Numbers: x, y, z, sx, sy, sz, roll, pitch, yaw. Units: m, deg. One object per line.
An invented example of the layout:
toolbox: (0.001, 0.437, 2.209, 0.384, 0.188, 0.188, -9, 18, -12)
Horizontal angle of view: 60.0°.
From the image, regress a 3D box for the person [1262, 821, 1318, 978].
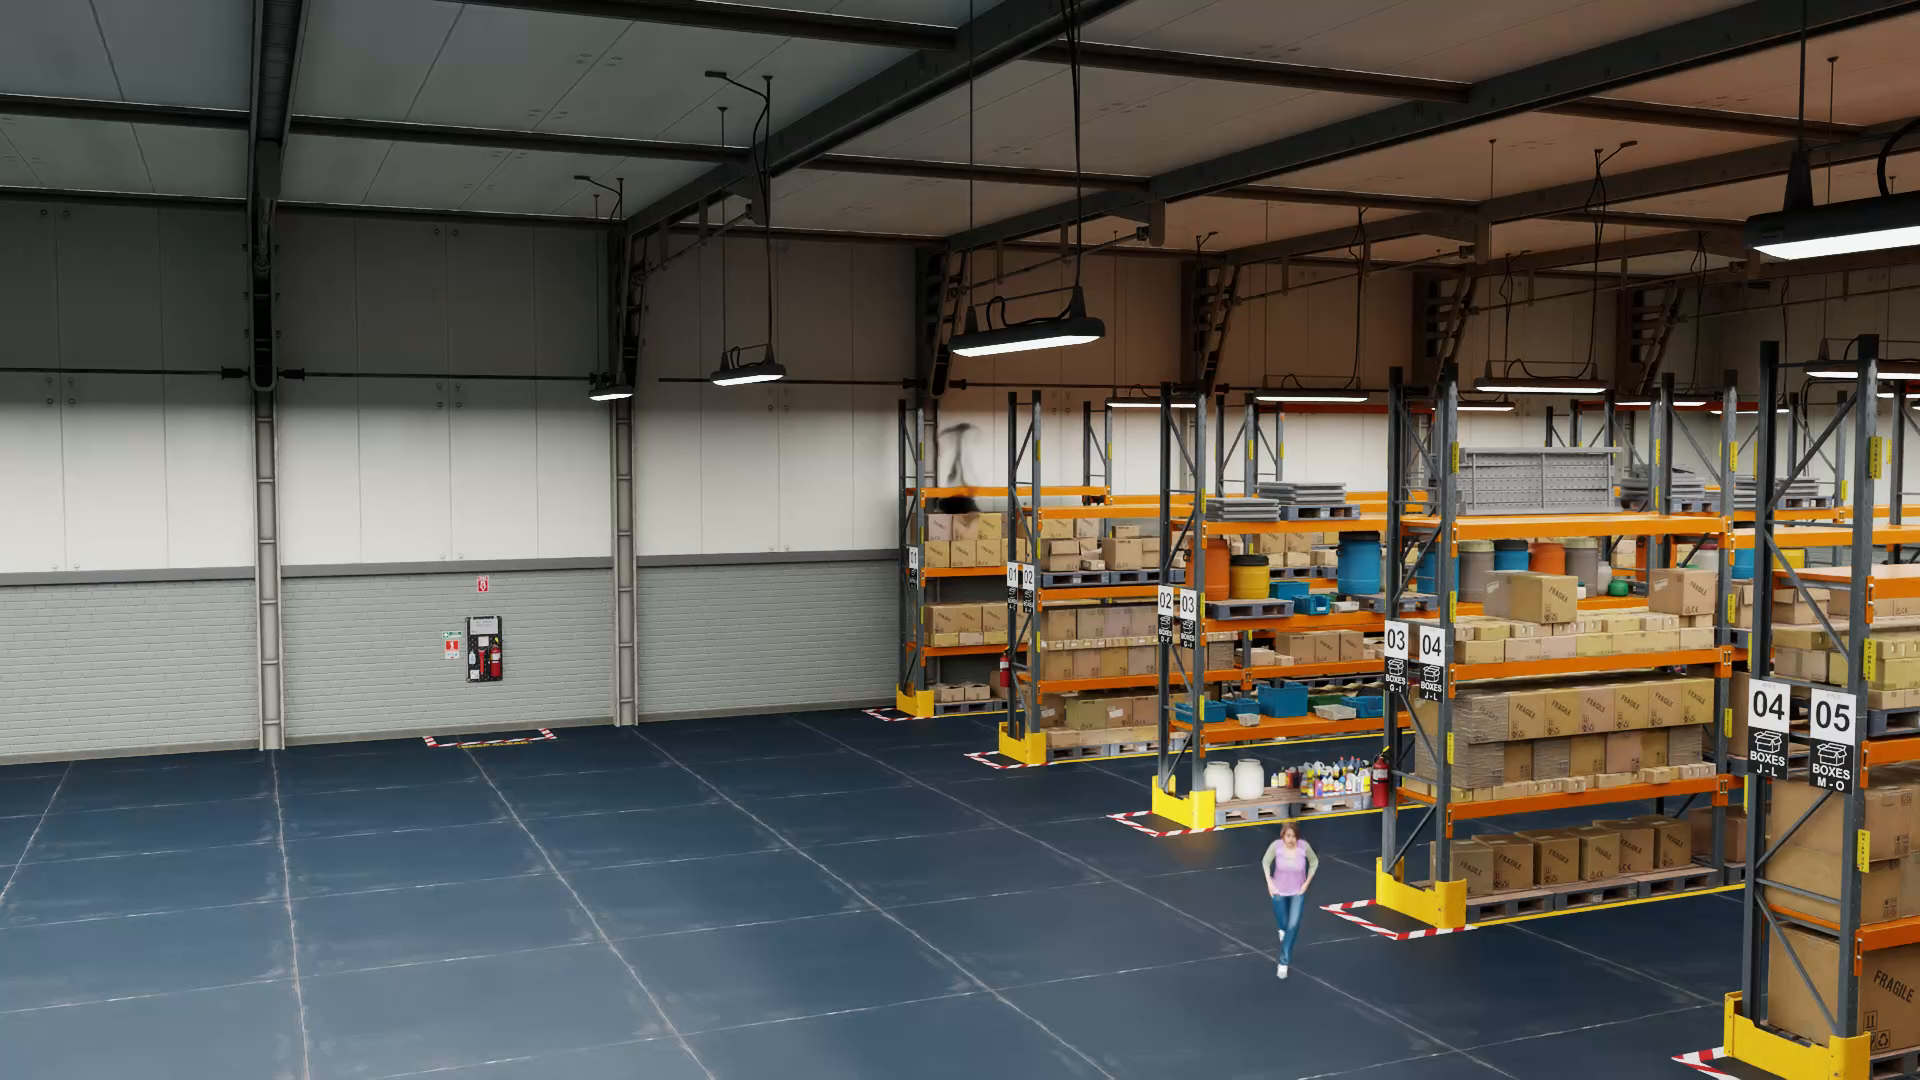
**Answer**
person: (3.229, 3.471, 16.331, 0.539, 1.532, 0.818, 0, 3, 5)
